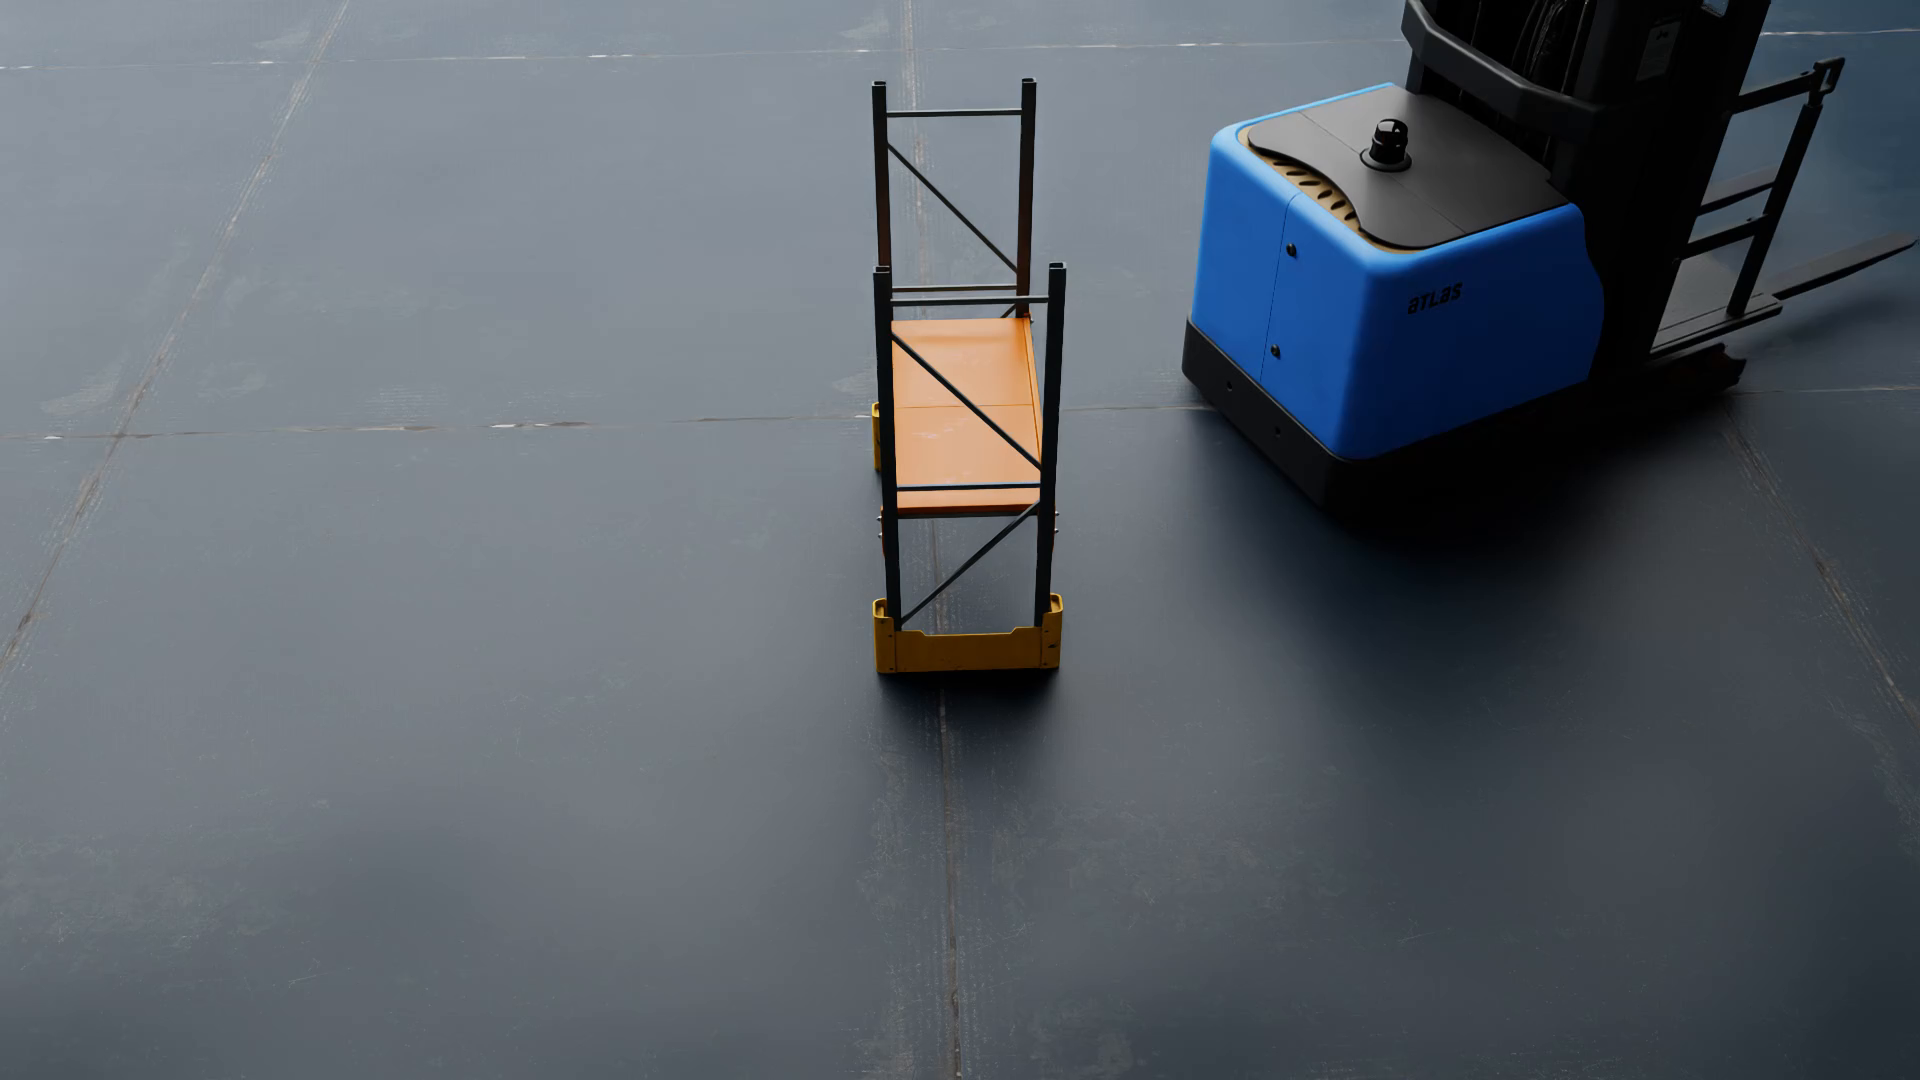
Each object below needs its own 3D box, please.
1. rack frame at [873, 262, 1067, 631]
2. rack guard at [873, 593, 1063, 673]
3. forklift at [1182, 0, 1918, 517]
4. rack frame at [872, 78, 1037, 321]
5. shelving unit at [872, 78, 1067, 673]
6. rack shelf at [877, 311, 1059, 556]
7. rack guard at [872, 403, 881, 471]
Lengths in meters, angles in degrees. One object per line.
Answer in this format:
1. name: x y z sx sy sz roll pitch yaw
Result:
1. rack frame: 0.025 -0.152 4.806 0.500 1.500 0.032 -2 43 -2
2. rack guard: 0.024 0.296 5.243 0.587 0.250 0.087 -2 43 -2
3. forklift: 2.396 -1.868 5.619 3.031 2.935 1.130 -19 46 -20
4. rack frame: -0.018 -0.838 5.555 0.500 1.500 0.032 -2 43 -2
5. shelving unit: 0.003 -0.501 5.187 0.587 1.500 1.083 -2 43 -2
6. rack shelf: 0.004 -0.363 5.302 0.538 0.185 1.000 -2 43 -2
7. rack guard: -0.018 -0.377 5.976 0.587 0.250 0.087 -2 43 -2
